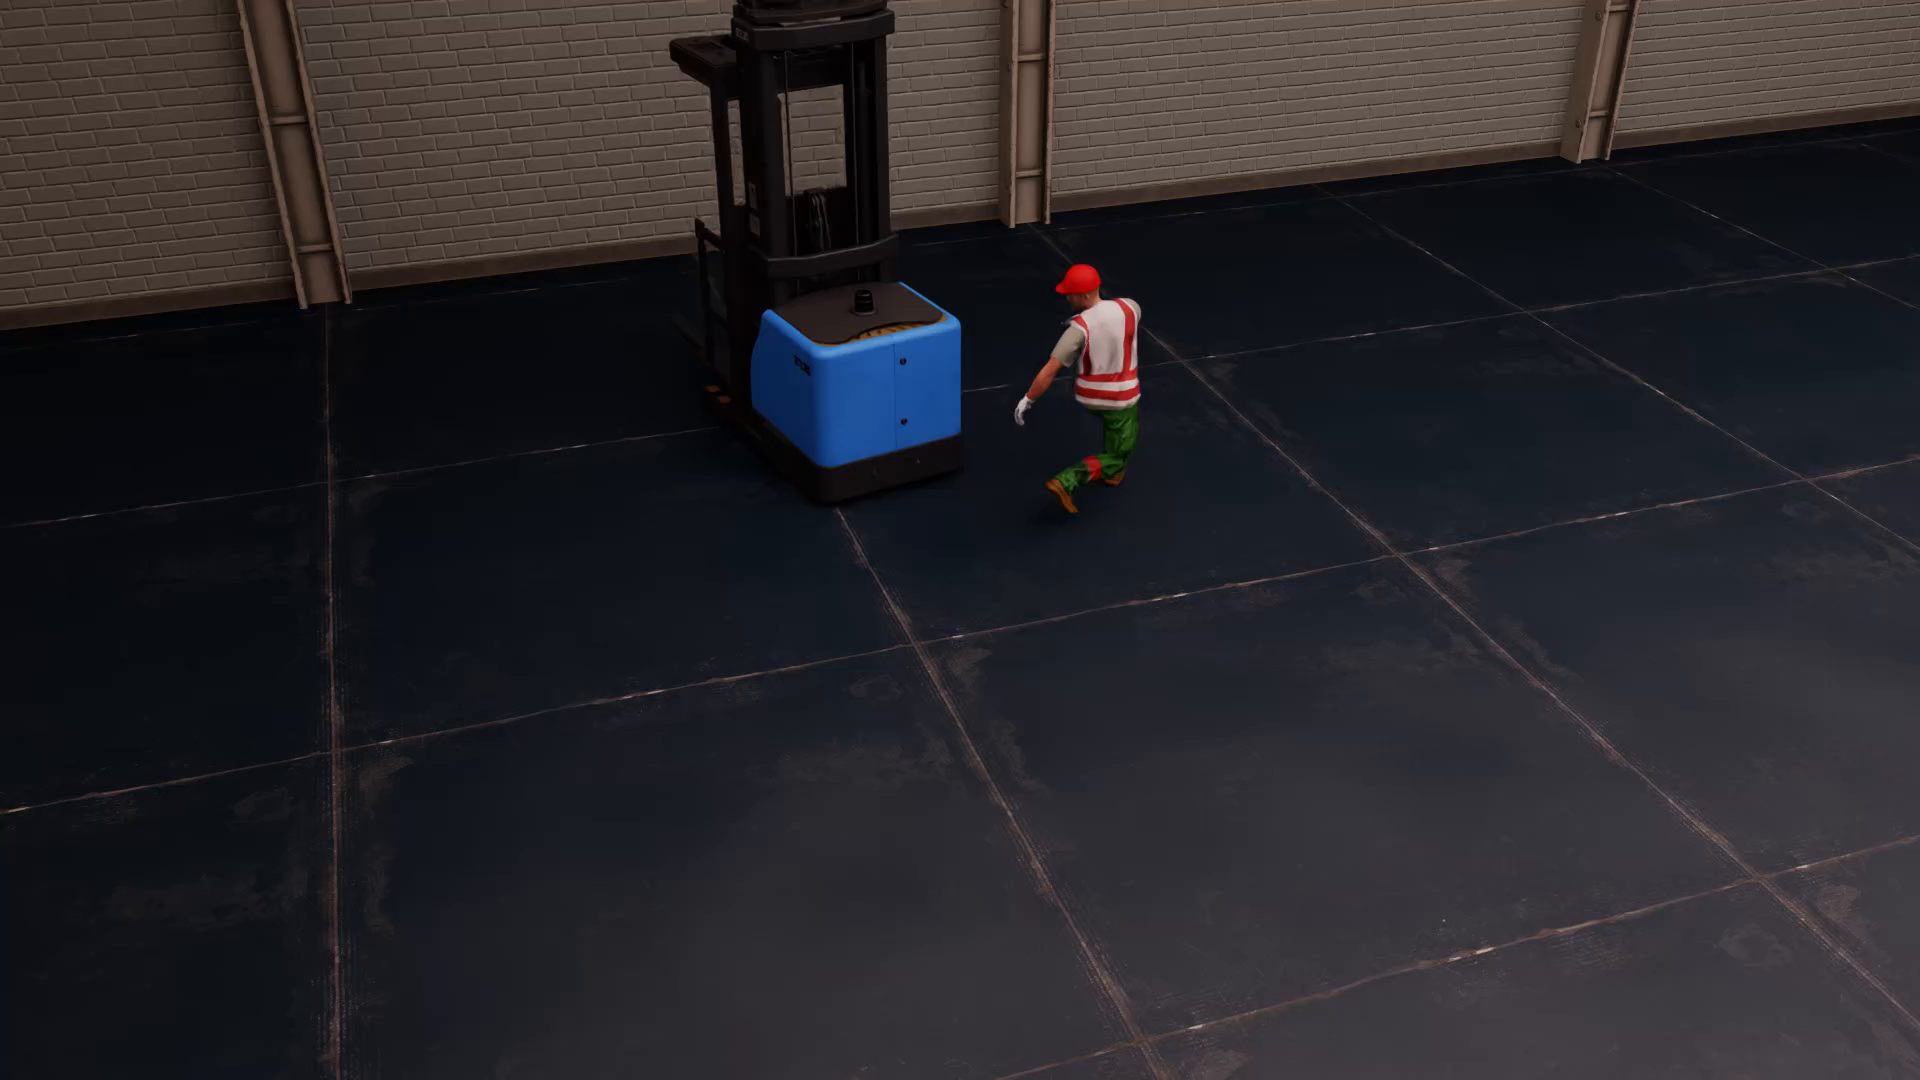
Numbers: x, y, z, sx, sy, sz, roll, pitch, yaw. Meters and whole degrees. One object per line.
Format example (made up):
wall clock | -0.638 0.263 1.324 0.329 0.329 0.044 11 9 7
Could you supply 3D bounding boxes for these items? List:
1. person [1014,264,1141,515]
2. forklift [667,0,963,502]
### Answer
person | 0.761 -0.937 10.173 0.686 1.547 0.949 12 32 19
forklift | -1.155 -2.206 10.921 1.130 2.935 3.031 -16 34 -26
